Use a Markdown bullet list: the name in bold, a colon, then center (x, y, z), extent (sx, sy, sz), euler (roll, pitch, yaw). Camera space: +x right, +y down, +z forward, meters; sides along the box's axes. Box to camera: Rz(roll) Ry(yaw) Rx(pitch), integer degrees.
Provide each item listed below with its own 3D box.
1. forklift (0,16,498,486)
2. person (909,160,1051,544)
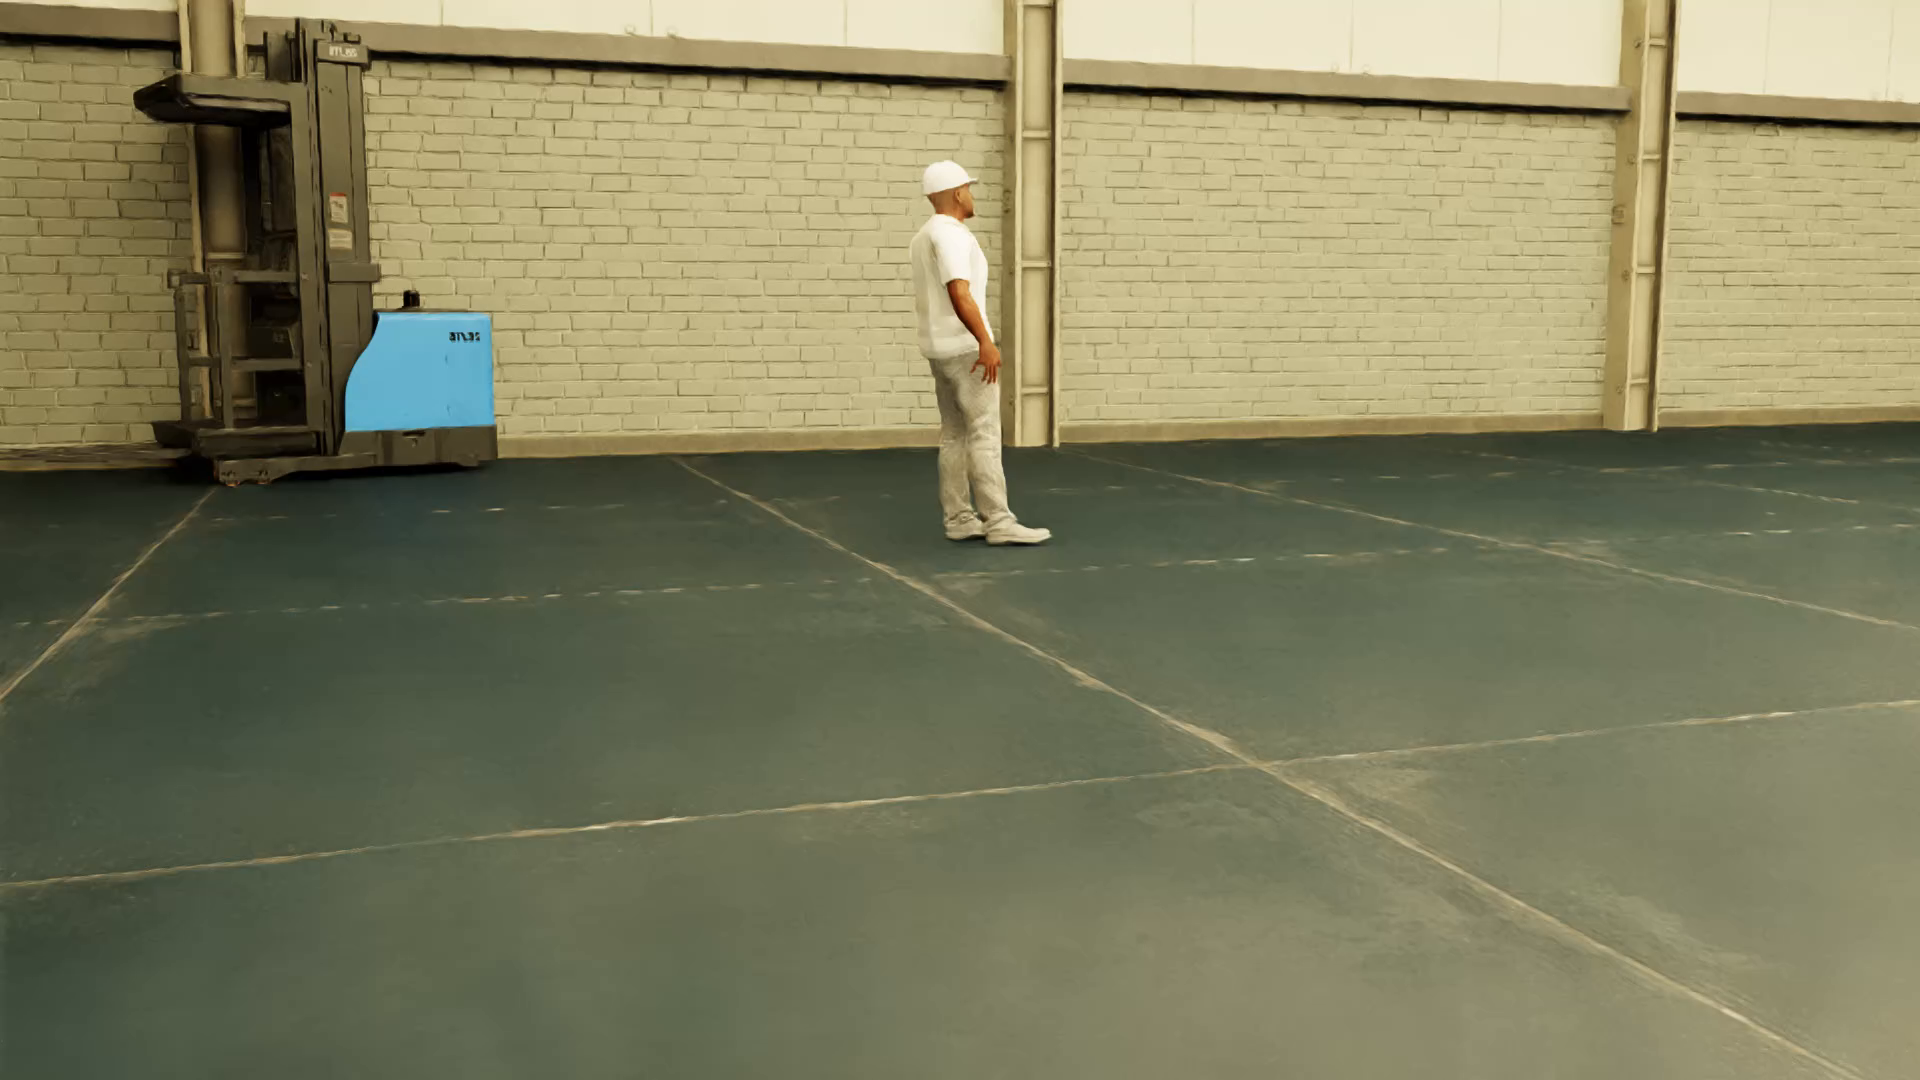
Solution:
- **forklift**: center (-4.671, -1.868, 10.785), extent (3.031, 2.935, 1.130), euler (-6, 10, -38)
- **person**: center (0.068, -0.884, 7.821), extent (0.576, 1.766, 0.665), euler (-3, 8, -18)
